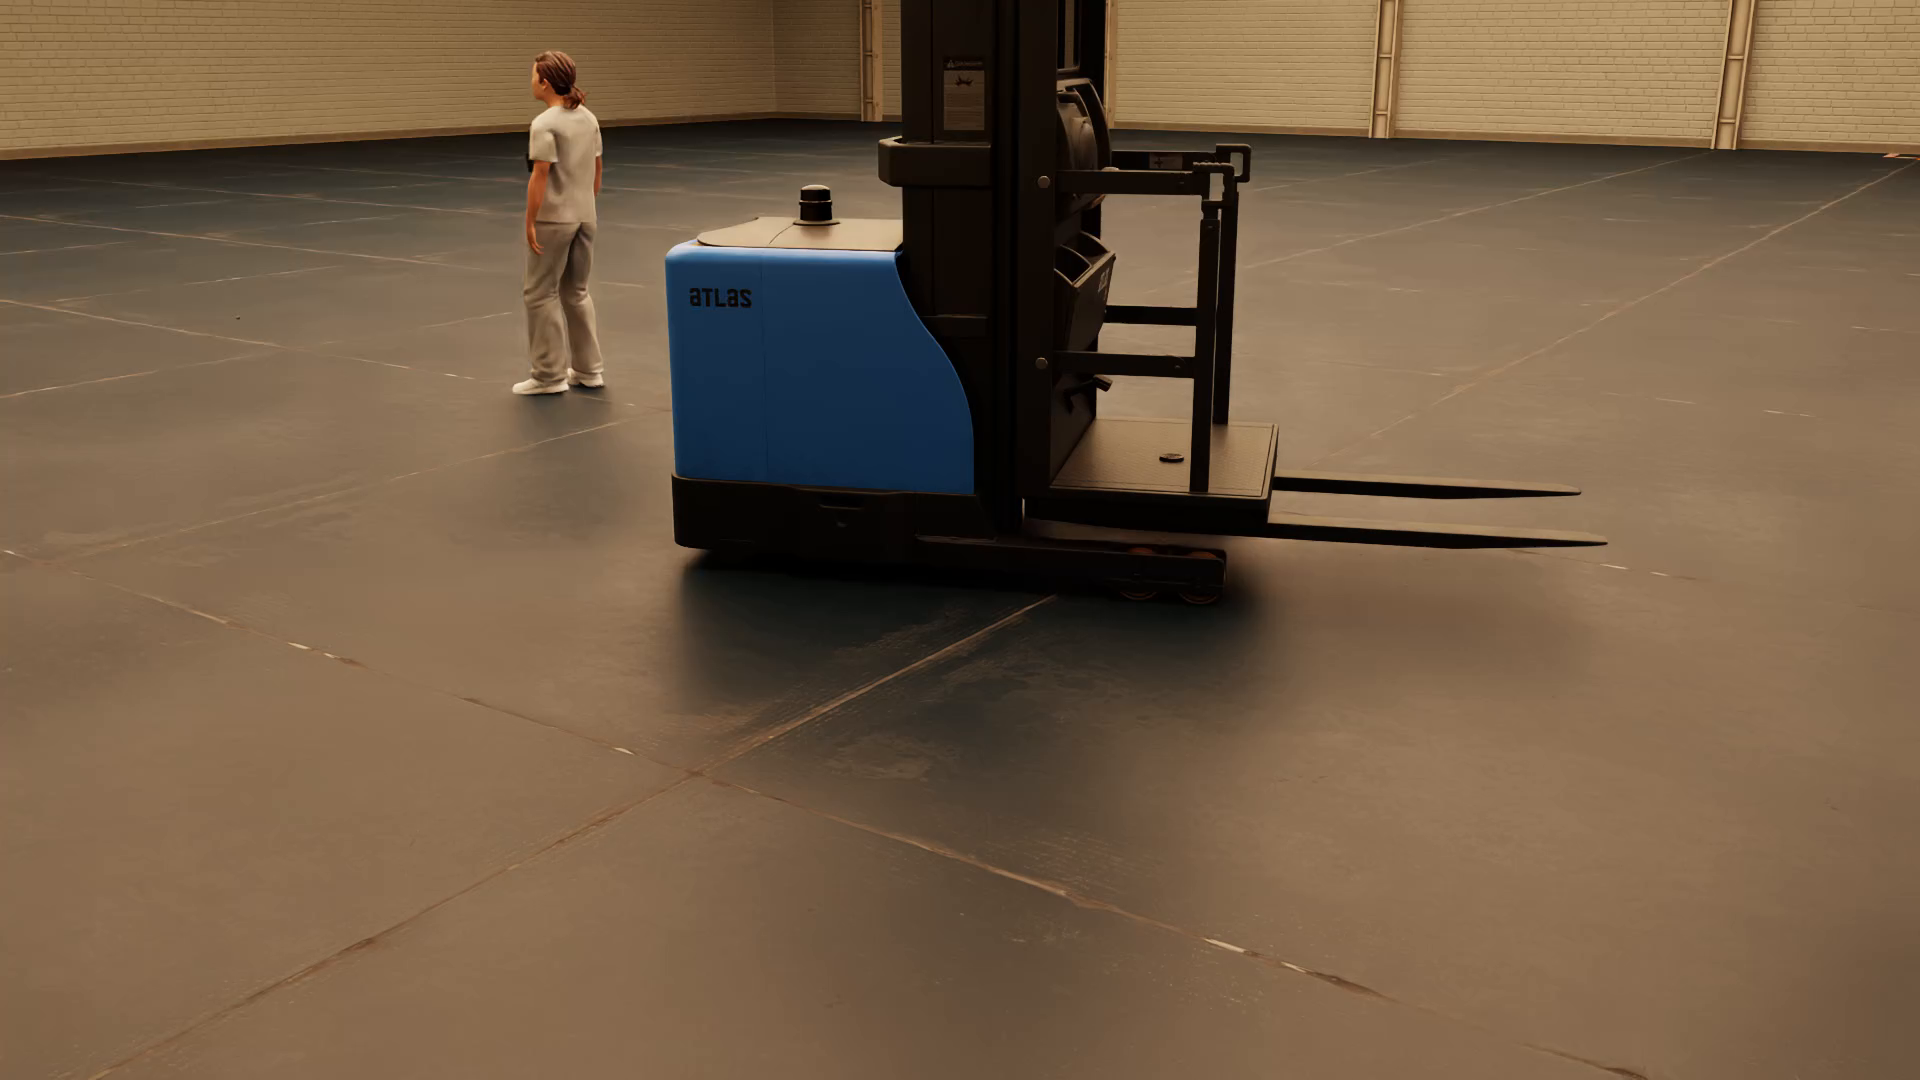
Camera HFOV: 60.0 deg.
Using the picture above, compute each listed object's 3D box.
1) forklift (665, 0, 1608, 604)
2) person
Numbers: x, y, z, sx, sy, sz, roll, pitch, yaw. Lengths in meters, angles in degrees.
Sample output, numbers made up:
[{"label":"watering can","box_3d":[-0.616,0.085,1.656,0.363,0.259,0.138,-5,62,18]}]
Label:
[{"label":"forklift","box_3d":[0.595,-1.367,5.404,3.031,2.935,1.130,4,17,12]},{"label":"person","box_3d":[-2.009,-1.560,8.279,0.479,1.690,0.522,9,19,27]}]
